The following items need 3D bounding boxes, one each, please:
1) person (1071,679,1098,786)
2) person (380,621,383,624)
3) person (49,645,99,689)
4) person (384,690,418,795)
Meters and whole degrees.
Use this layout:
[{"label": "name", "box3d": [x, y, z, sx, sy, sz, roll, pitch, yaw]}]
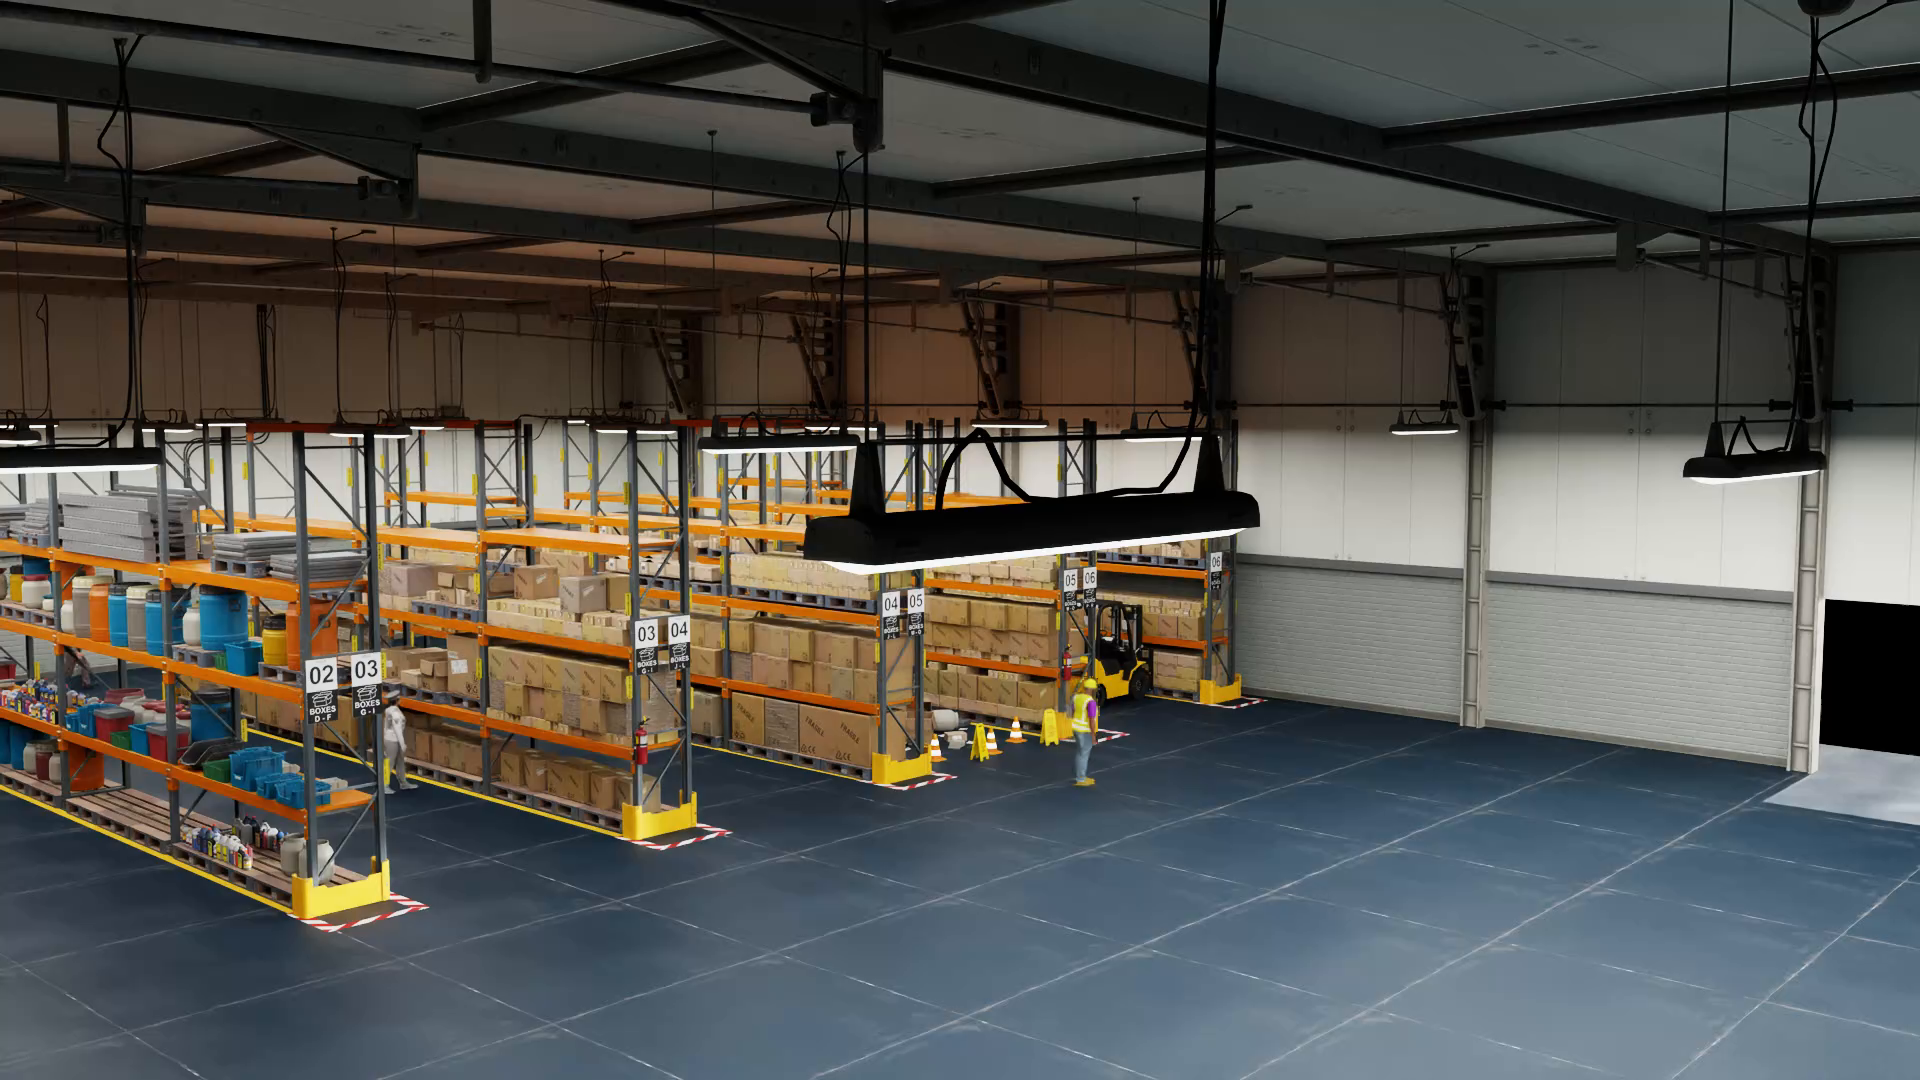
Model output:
[{"label": "person", "box3d": [2.098, 3.192, 27.683, 0.449, 1.772, 0.603, -2, 5, -26]}, {"label": "person", "box3d": [-12.565, 2.558, 36.118, 1.039, 1.613, 0.591, 4, 6, 40]}, {"label": "person", "box3d": [-19.670, 2.529, 36.846, 0.977, 1.590, 0.597, -2, 5, -23]}, {"label": "person", "box3d": [-9.168, 3.285, 27.120, 0.565, 1.679, 0.503, -1, 5, -14]}]
